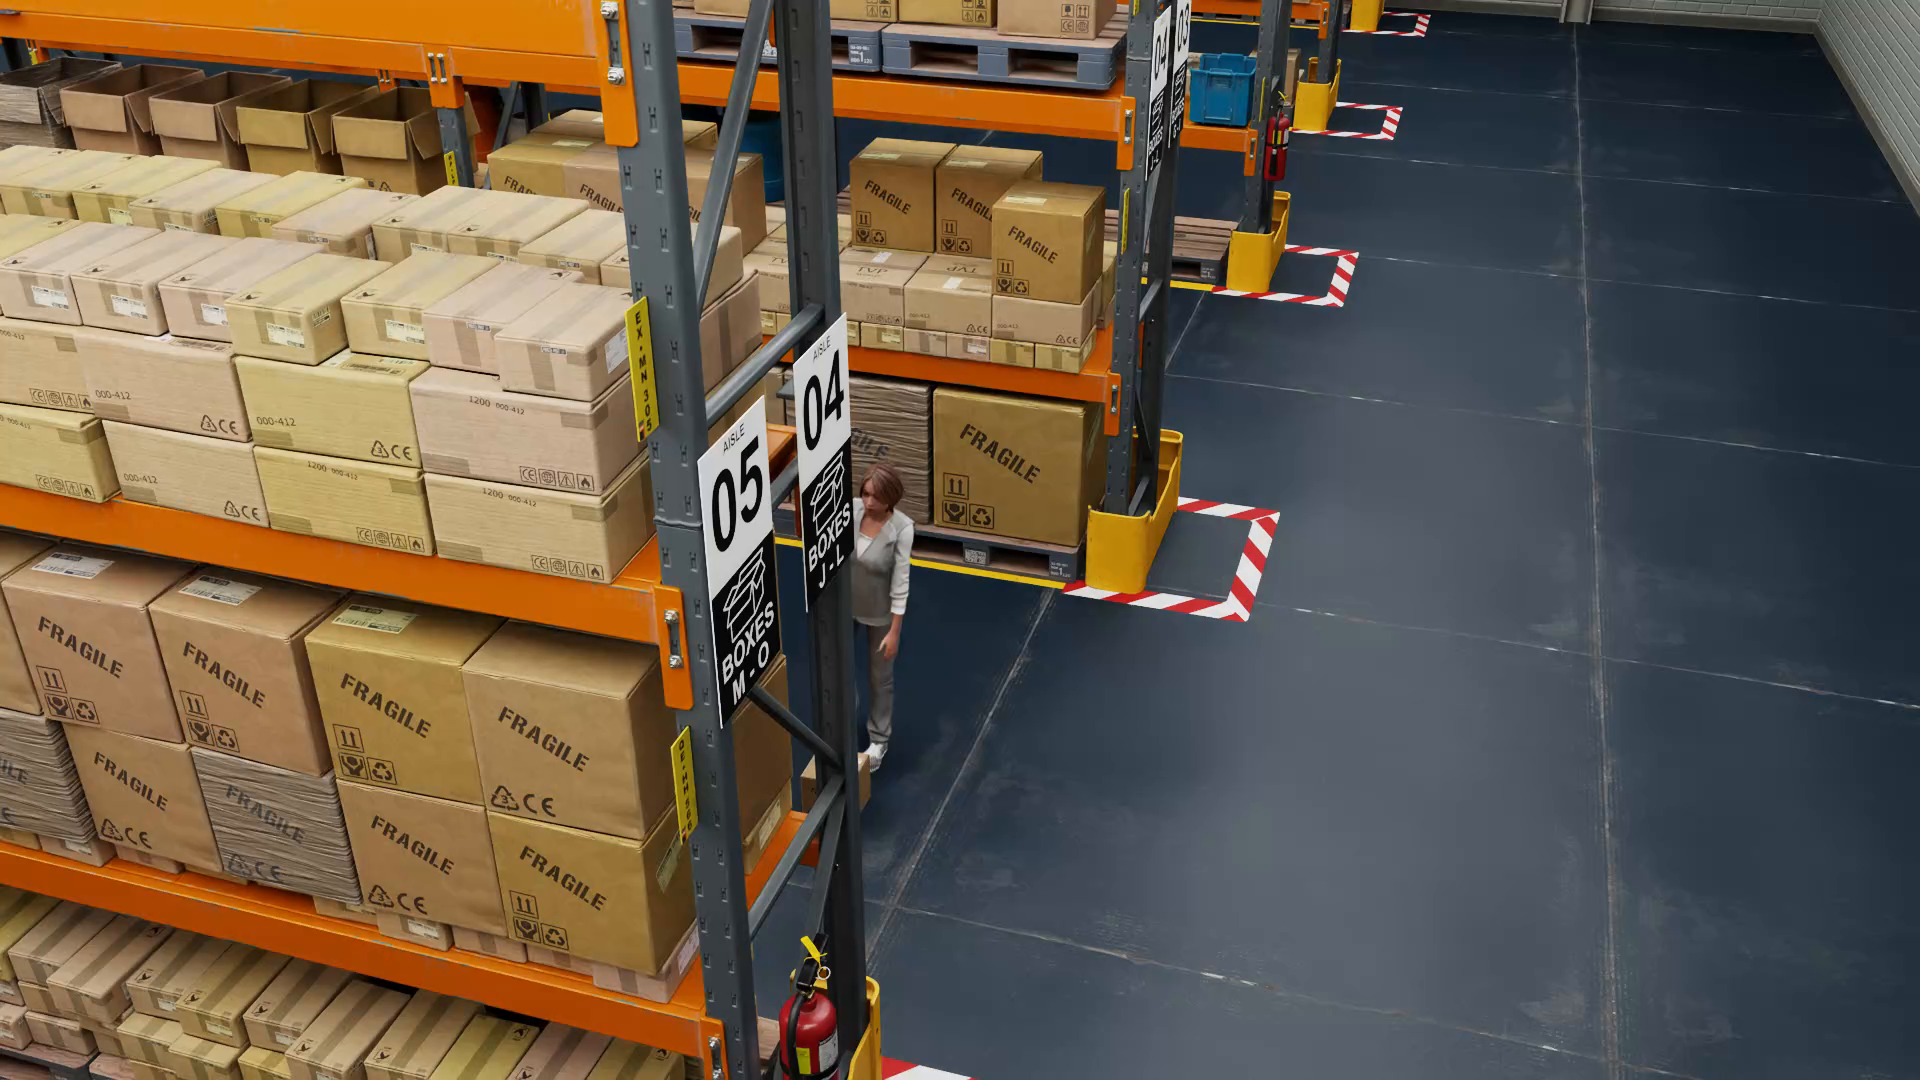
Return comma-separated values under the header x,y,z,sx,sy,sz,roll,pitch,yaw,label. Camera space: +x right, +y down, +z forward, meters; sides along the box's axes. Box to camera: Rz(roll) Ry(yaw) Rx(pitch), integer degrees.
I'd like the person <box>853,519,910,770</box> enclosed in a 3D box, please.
x,y,z,sx,sy,sz,roll,pitch,yaw,label
-0.450,0.467,7.938,0.470,1.380,0.347,9,31,15,person
